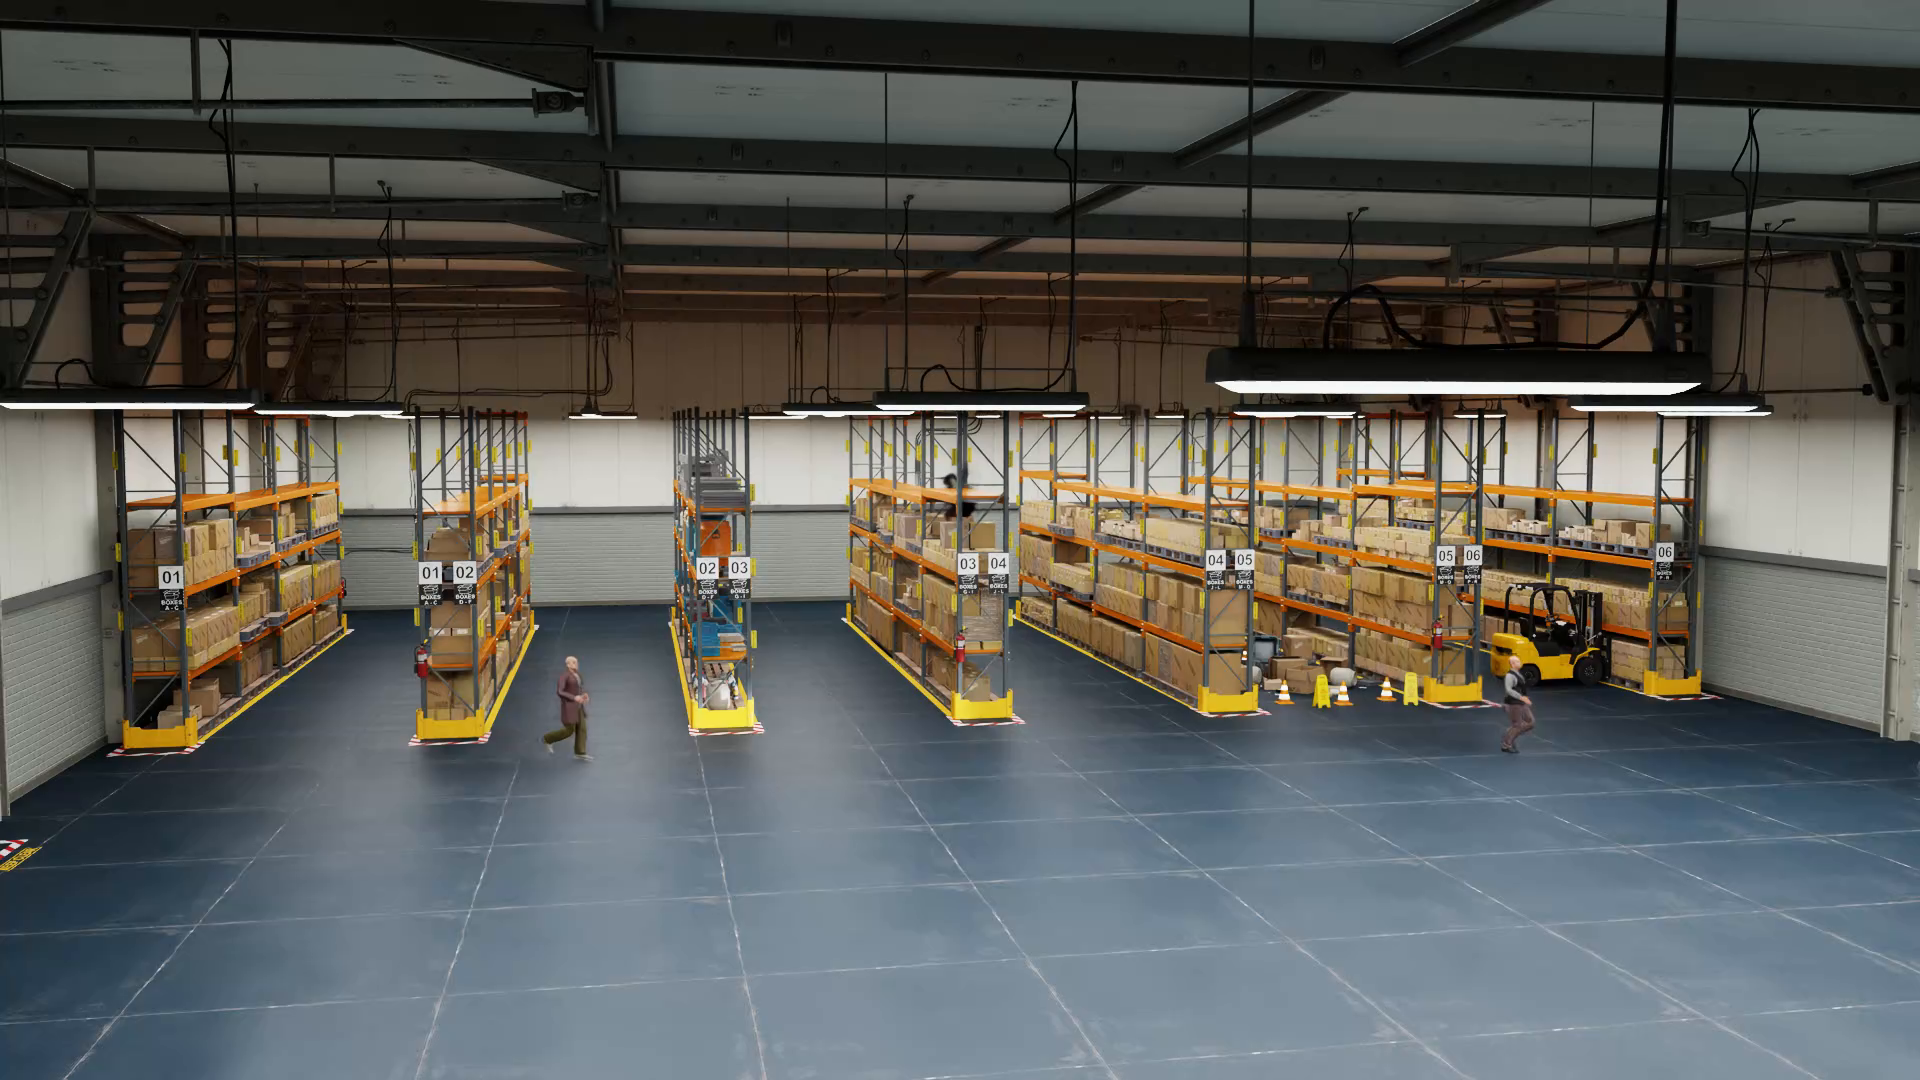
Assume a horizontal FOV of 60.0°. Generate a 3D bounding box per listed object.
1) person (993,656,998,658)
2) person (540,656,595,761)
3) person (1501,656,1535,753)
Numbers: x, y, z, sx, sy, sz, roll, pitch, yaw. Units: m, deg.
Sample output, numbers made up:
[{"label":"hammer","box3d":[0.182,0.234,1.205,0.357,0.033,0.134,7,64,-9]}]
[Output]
[{"label":"person","box3d":[0.704,1.997,40.610,0.598,1.748,0.777,-1,4,-13]},{"label":"person","box3d":[-6.630,2.850,28.190,0.920,1.778,0.718,1,4,16]},{"label":"person","box3d":[9.637,2.839,28.729,0.542,1.680,0.672,3,5,35]}]
